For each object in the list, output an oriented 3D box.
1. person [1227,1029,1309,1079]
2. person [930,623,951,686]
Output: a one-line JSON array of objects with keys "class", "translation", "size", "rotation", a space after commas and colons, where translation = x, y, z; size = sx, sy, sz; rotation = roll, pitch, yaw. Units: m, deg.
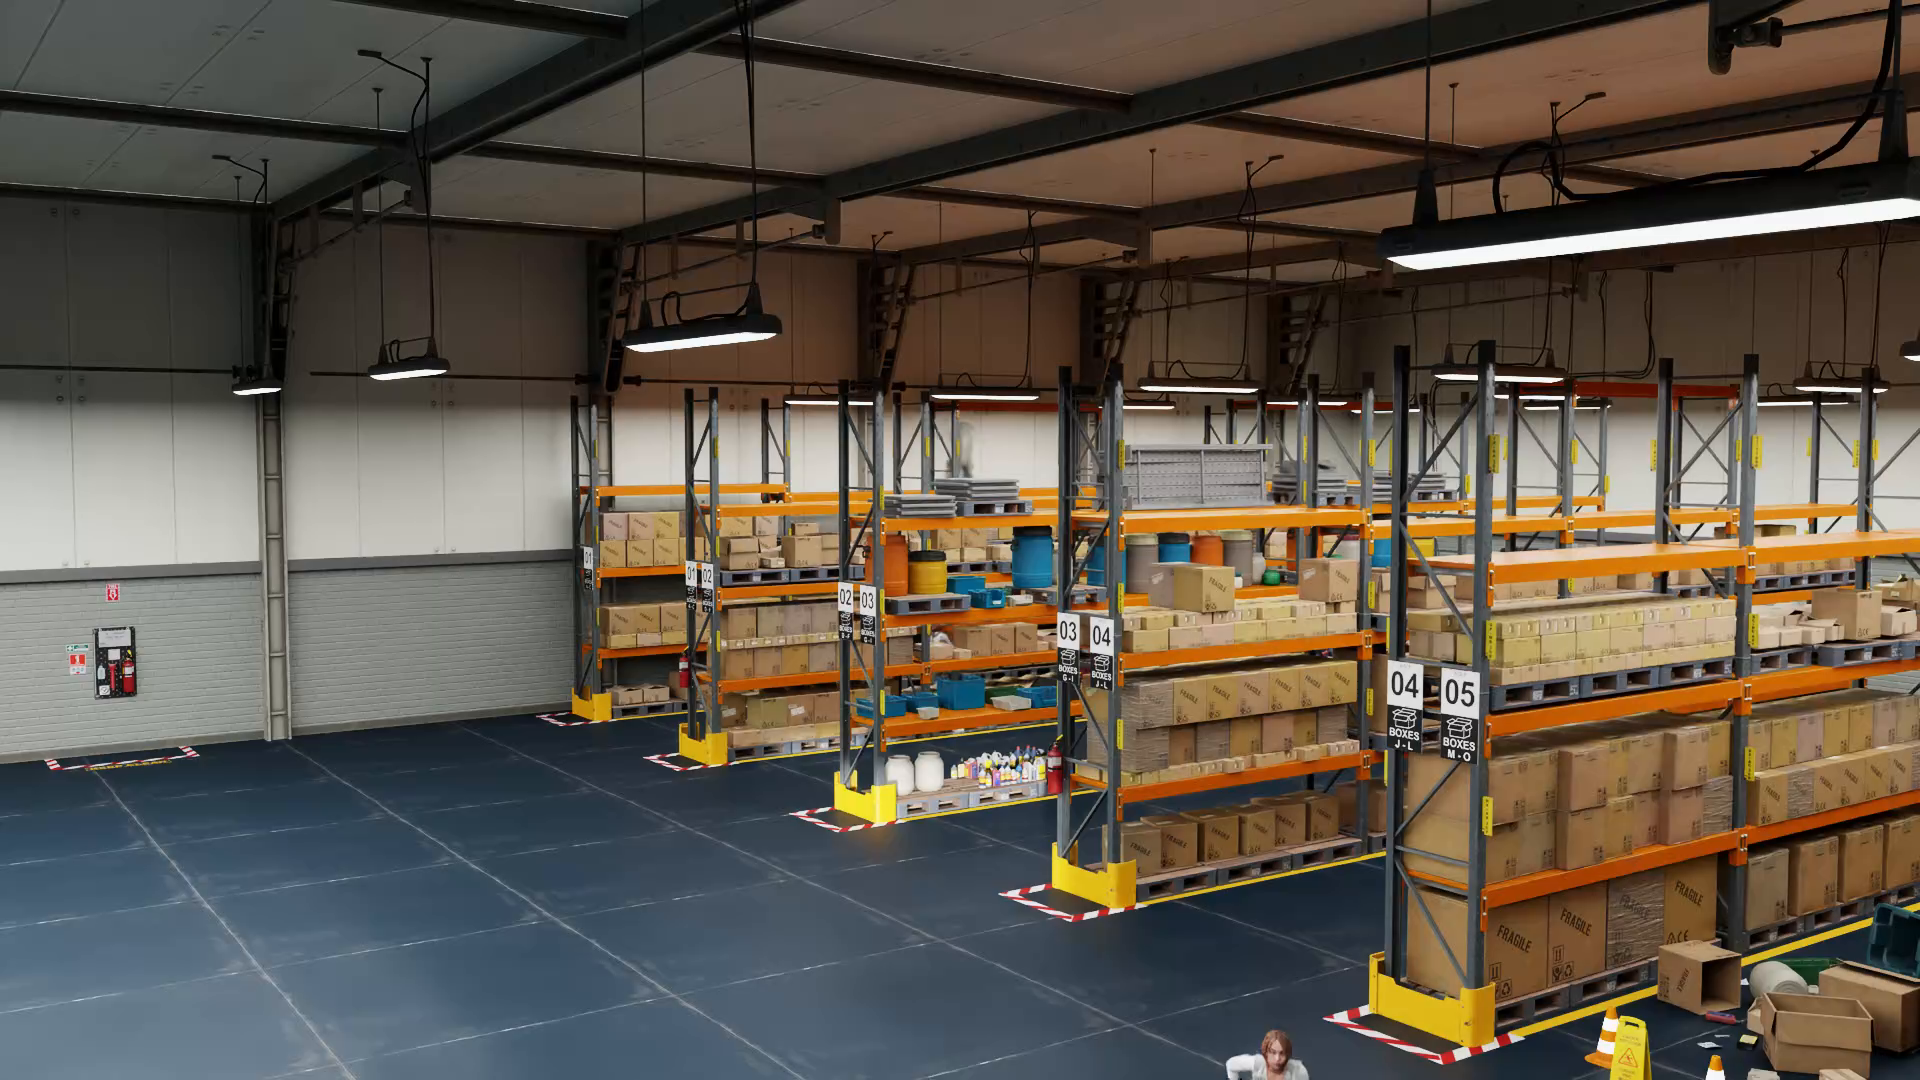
[{"class": "person", "translation": [1.946, 3.771, 10.414], "size": [0.524, 1.525, 0.736], "rotation": [0, 3, 4]}, {"class": "person", "translation": [-0.398, 2.368, 32.161], "size": [0.605, 1.752, 0.682], "rotation": [-3, 4, -40]}]
